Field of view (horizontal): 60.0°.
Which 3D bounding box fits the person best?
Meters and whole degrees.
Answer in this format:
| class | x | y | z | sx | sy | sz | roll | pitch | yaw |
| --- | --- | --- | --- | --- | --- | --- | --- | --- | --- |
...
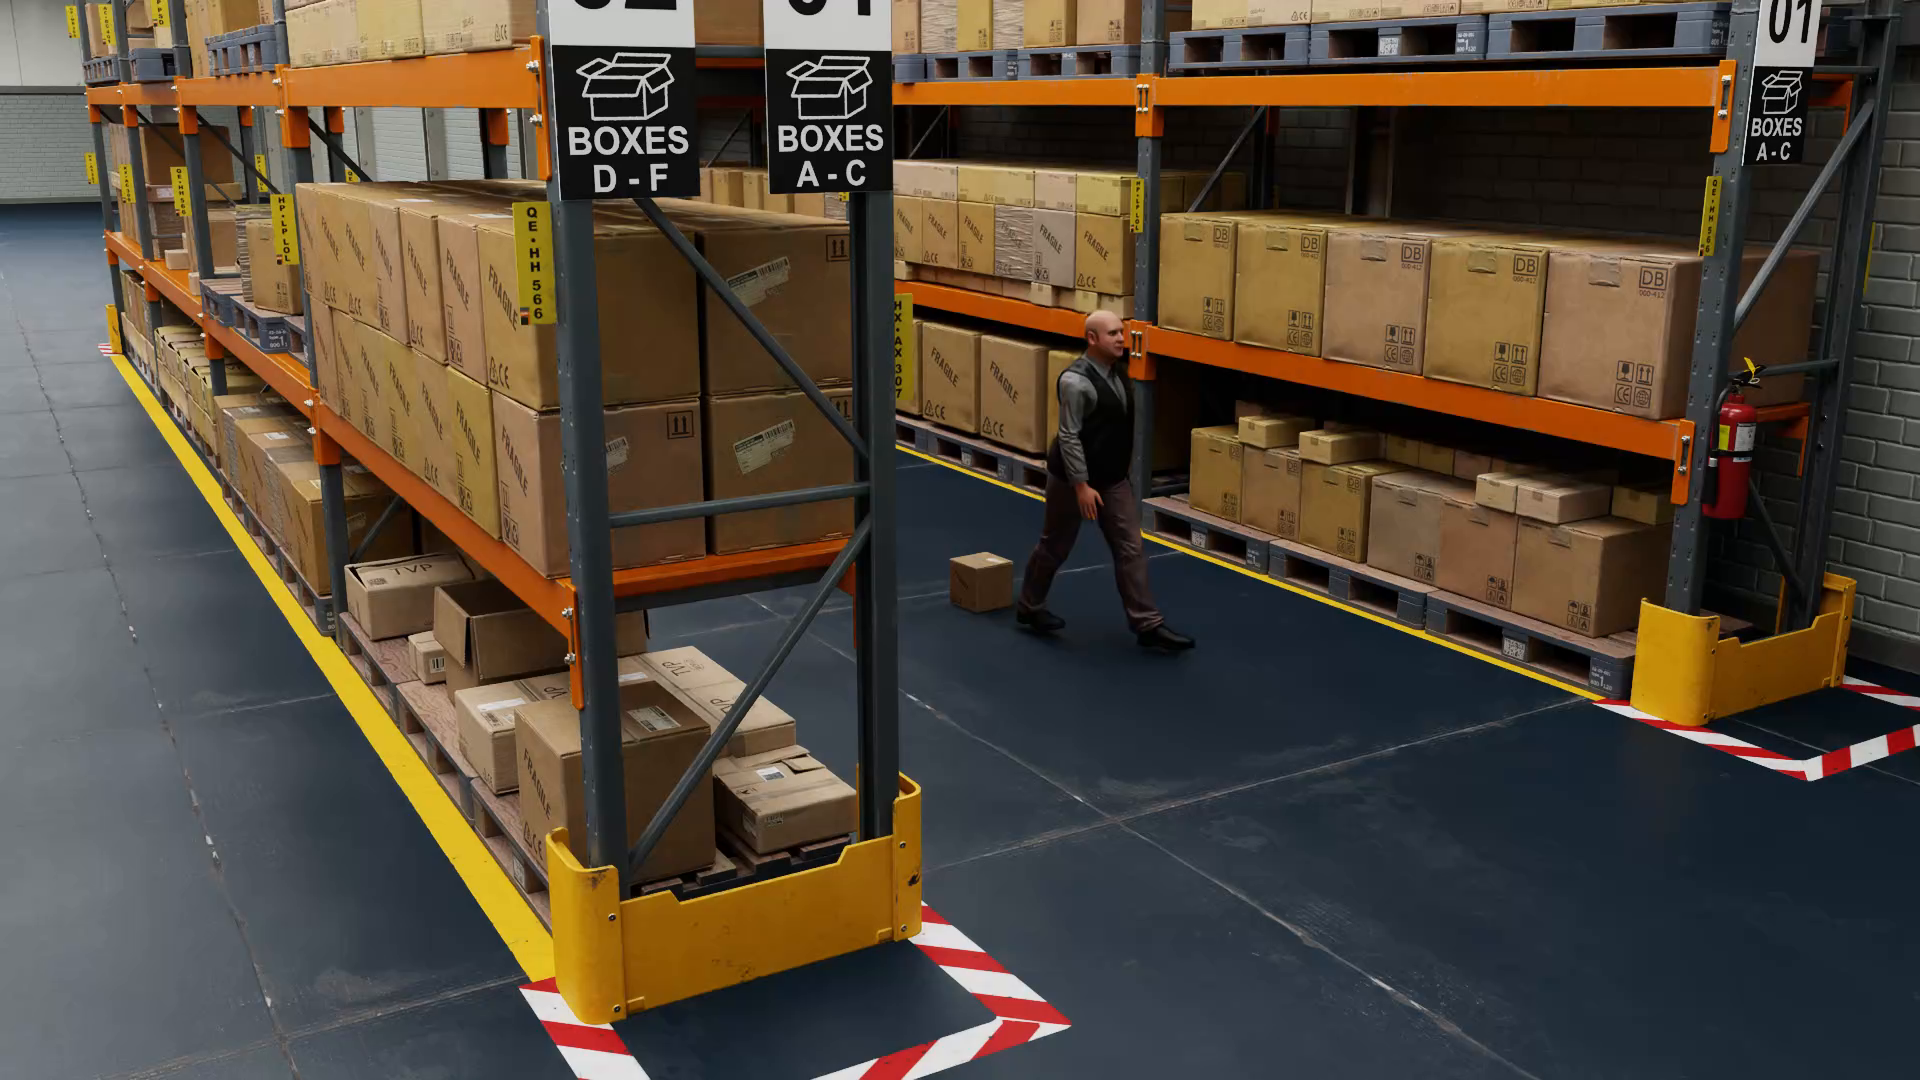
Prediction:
| class | x | y | z | sx | sy | sz | roll | pitch | yaw |
| --- | --- | --- | --- | --- | --- | --- | --- | --- | --- |
| person | 0.674 | -0.301 | 8.174 | 0.996 | 1.655 | 0.563 | 13 | 20 | 41 |
